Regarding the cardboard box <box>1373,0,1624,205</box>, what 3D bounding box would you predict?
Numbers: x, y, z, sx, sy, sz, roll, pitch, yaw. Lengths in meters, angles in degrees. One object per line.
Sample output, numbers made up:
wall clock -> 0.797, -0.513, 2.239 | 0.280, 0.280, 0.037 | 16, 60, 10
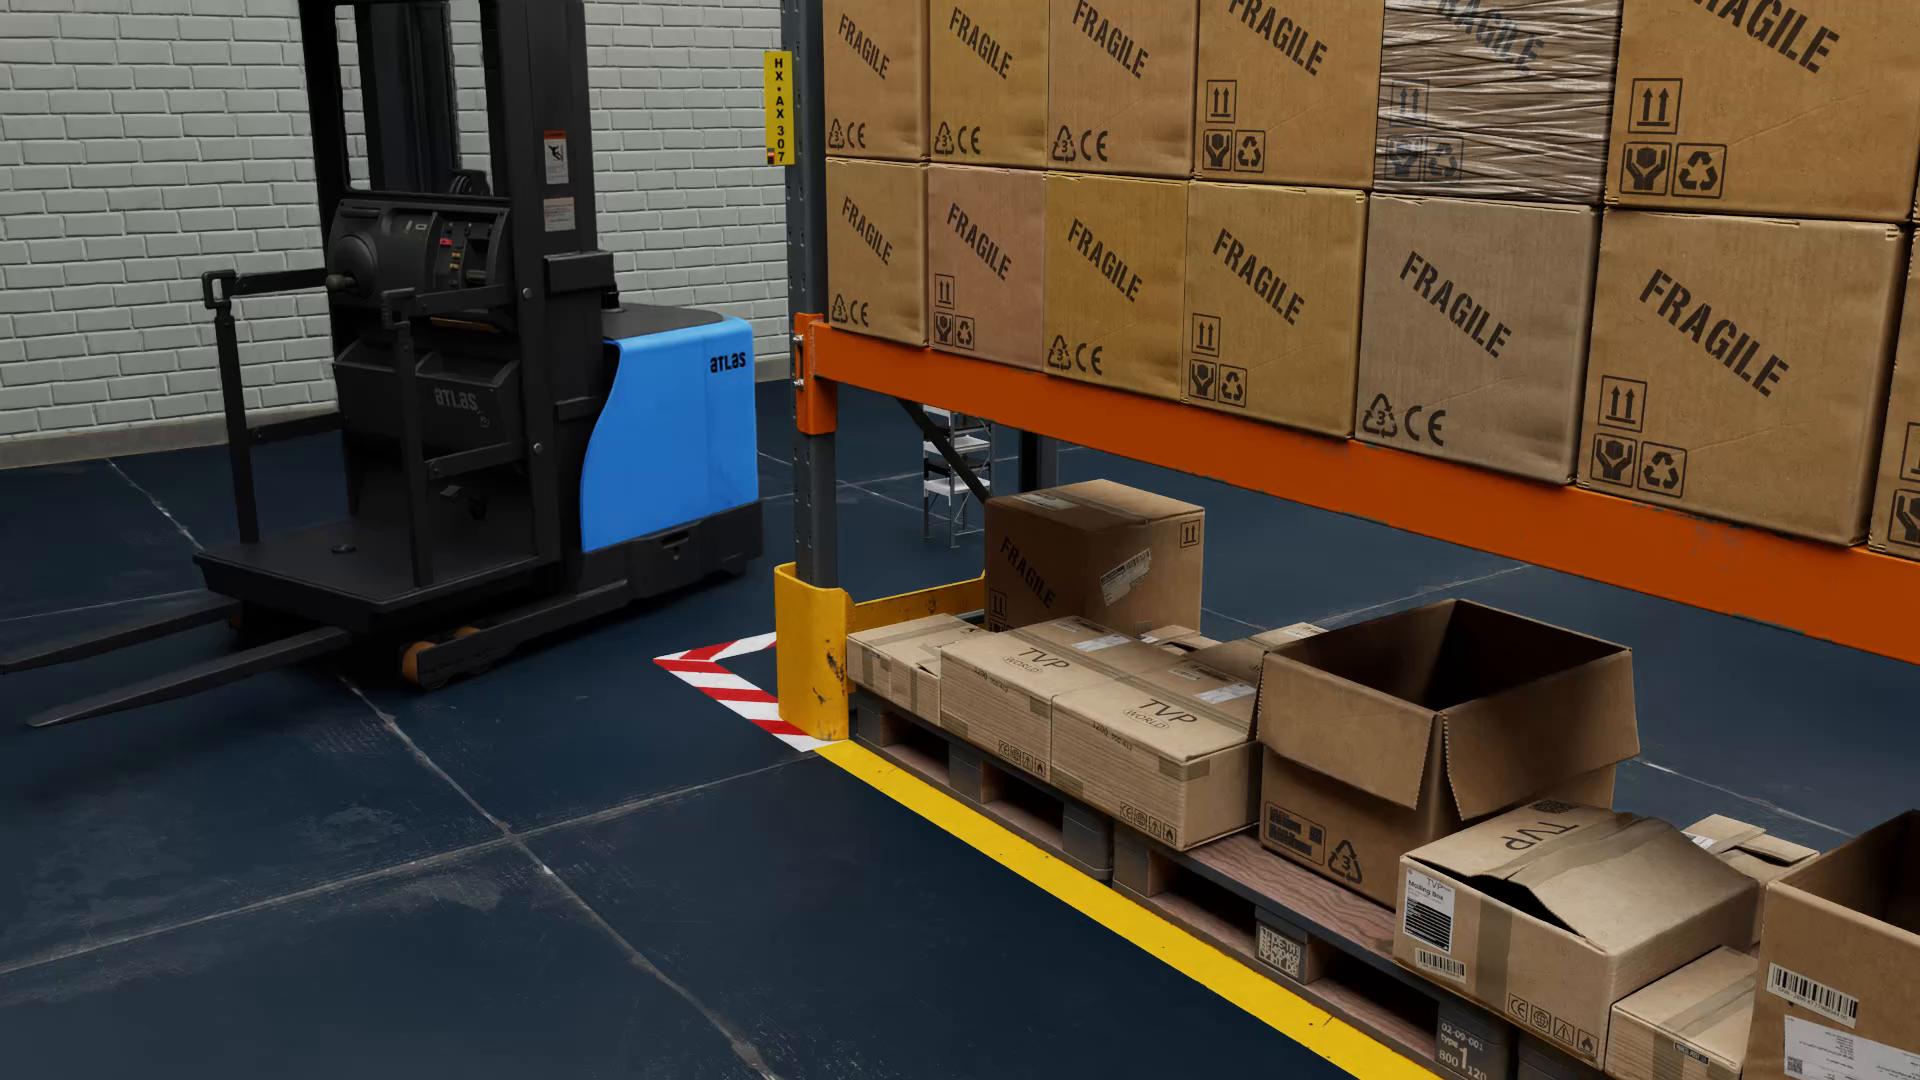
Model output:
cardboard box -> 1.151, -0.908, 3.127 | 0.500, 0.500, 0.500 | -11, 19, -34

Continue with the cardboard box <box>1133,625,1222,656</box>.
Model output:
cardboard box -> 0.590, 0.386, 5.018 | 0.380, 0.166, 0.250 | -11, 19, -35

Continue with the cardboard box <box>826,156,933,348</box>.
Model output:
cardboard box -> -0.047, -0.859, 4.845 | 0.500, 0.500, 0.500 | -10, 18, -33

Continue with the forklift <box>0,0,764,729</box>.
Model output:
forklift -> -2.080, -1.042, 5.831 | 1.130, 2.935, 3.031 | 10, 18, 33

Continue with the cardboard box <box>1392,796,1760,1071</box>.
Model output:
cardboard box -> 1.252, 0.754, 3.398 | 0.500, 0.311, 0.500 | -11, 19, -35

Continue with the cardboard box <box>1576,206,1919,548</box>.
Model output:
cardboard box -> 1.452, -0.318, 2.865 | 0.500, 0.500, 0.500 | -10, 18, -33

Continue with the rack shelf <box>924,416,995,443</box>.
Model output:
rack shelf -> -0.005, -0.490, 7.449 | 0.258, 0.077, 0.200 | -11, 19, -35

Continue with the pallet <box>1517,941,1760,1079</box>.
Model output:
pallet -> 1.855, 1.106, 3.137 | 1.003, 0.211, 1.213 | -11, 19, -35

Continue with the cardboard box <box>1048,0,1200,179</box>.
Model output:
cardboard box -> 0.557, -1.124, 3.916 | 0.500, 0.500, 0.500 | -11, 19, -34

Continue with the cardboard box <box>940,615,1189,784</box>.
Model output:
cardboard box -> 0.290, 0.434, 4.683 | 0.500, 0.250, 0.500 | -11, 19, -35

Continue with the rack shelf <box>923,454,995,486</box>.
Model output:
rack shelf -> -0.005, -0.317, 7.496 | 0.258, 0.077, 0.200 | -11, 19, -35

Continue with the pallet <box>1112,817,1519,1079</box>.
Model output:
pallet -> 1.133, 0.845, 4.090 | 1.003, 0.211, 1.213 | -11, 19, -35

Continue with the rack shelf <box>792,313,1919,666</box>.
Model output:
rack shelf -> 1.082, -0.173, 3.888 | 1.077, 0.370, 4.000 | -11, 19, -35

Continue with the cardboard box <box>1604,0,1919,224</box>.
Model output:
cardboard box -> 1.447, -0.800, 2.733 | 0.500, 0.500, 0.500 | -11, 19, -36

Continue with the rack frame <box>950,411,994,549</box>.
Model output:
rack frame -> 0.055, -0.414, 7.384 | 0.240, 0.900, 0.006 | -11, 19, -35

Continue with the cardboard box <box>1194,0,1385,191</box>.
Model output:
cardboard box -> 0.856, -1.015, 3.520 | 0.500, 0.500, 0.500 | -11, 19, -35

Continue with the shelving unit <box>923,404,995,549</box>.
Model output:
shelving unit -> -0.005, -0.436, 7.464 | 0.258, 0.900, 0.210 | -11, 19, -35

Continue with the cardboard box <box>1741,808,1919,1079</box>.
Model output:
cardboard box -> 1.693, 0.823, 2.788 | 0.500, 0.500, 0.500 | -11, 19, -35

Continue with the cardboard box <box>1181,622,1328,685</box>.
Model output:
cardboard box -> 0.959, 0.453, 4.616 | 0.500, 0.250, 0.500 | -11, 19, -35

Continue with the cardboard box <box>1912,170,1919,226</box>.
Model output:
cardboard box -> 1.751, -0.691, 2.335 | 0.500, 0.500, 0.500 | -11, 19, -34

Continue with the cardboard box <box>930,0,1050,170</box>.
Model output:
cardboard box -> 0.267, -1.231, 4.309 | 0.500, 0.500, 0.500 | -11, 19, -34

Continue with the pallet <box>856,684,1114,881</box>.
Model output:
pallet -> 0.420, 0.585, 5.041 | 1.003, 0.211, 1.213 | -11, 19, -35

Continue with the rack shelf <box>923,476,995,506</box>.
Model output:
rack shelf -> -0.005, -0.230, 7.520 | 0.258, 0.077, 0.200 | -11, 19, -35

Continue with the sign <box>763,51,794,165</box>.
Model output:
sign -> -0.533, -1.280, 4.931 | 0.100, 0.325, 0.005 | -11, 19, -35

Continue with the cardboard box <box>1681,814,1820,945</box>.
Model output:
cardboard box -> 1.669, 0.755, 3.668 | 0.380, 0.166, 0.250 | -11, 19, -35

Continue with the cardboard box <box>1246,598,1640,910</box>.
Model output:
cardboard box -> 1.149, 0.499, 3.967 | 0.797, 0.503, 0.637 | -11, 19, -35

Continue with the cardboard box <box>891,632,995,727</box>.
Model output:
cardboard box -> 0.021, 0.404, 4.953 | 0.380, 0.166, 0.250 | -11, 19, -35

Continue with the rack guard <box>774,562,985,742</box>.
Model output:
rack guard -> -0.050, 0.275, 5.624 | 1.175, 0.500, 0.348 | -11, 19, -35

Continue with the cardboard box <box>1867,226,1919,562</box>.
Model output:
cardboard box -> 1.756, -0.208, 2.464 | 0.500, 0.500, 0.500 | -10, 18, -34

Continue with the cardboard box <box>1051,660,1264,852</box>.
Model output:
cardboard box -> 0.584, 0.541, 4.293 | 0.500, 0.250, 0.500 | -11, 19, -35

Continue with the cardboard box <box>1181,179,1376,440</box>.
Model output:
cardboard box -> 0.846, -0.535, 3.661 | 0.500, 0.500, 0.500 | -11, 19, -34

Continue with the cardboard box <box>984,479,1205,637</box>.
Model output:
cardboard box -> 0.425, 0.125, 5.341 | 0.500, 0.500, 0.500 | -11, 19, -35

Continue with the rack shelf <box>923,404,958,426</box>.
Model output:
rack shelf -> -0.005, -0.577, 7.425 | 0.258, 0.077, 0.200 | -11, 19, -35

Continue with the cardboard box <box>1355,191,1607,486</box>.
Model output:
cardboard box -> 1.148, -0.427, 3.265 | 0.500, 0.500, 0.500 | -10, 18, -33

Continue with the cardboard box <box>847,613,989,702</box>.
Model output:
cardboard box -> -0.126, 0.359, 5.150 | 0.380, 0.149, 0.250 | -11, 19, -35

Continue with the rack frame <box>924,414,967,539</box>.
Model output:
rack frame -> -0.065, -0.457, 7.543 | 0.240, 0.900, 0.006 | -11, 19, -35

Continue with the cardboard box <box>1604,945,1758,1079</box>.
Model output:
cardboard box -> 1.424, 0.922, 3.093 | 0.380, 0.149, 0.250 | -11, 19, -35

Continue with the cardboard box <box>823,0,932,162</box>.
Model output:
cardboard box -> -0.047, -1.342, 4.713 | 0.500, 0.500, 0.500 | -10, 18, -33

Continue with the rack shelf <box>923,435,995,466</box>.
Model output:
rack shelf -> -0.005, -0.404, 7.472 | 0.258, 0.077, 0.200 | -11, 19, -35

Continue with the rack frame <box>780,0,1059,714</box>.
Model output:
rack frame -> -0.094, -0.947, 5.353 | 1.000, 3.000, 0.127 | -11, 19, -35

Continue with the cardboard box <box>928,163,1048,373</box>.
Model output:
cardboard box -> 0.261, -0.750, 4.445 | 0.500, 0.500, 0.500 | -11, 19, -35

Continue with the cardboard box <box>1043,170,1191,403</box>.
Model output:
cardboard box -> 0.554, -0.642, 4.052 | 0.500, 0.500, 0.500 | -11, 19, -35
